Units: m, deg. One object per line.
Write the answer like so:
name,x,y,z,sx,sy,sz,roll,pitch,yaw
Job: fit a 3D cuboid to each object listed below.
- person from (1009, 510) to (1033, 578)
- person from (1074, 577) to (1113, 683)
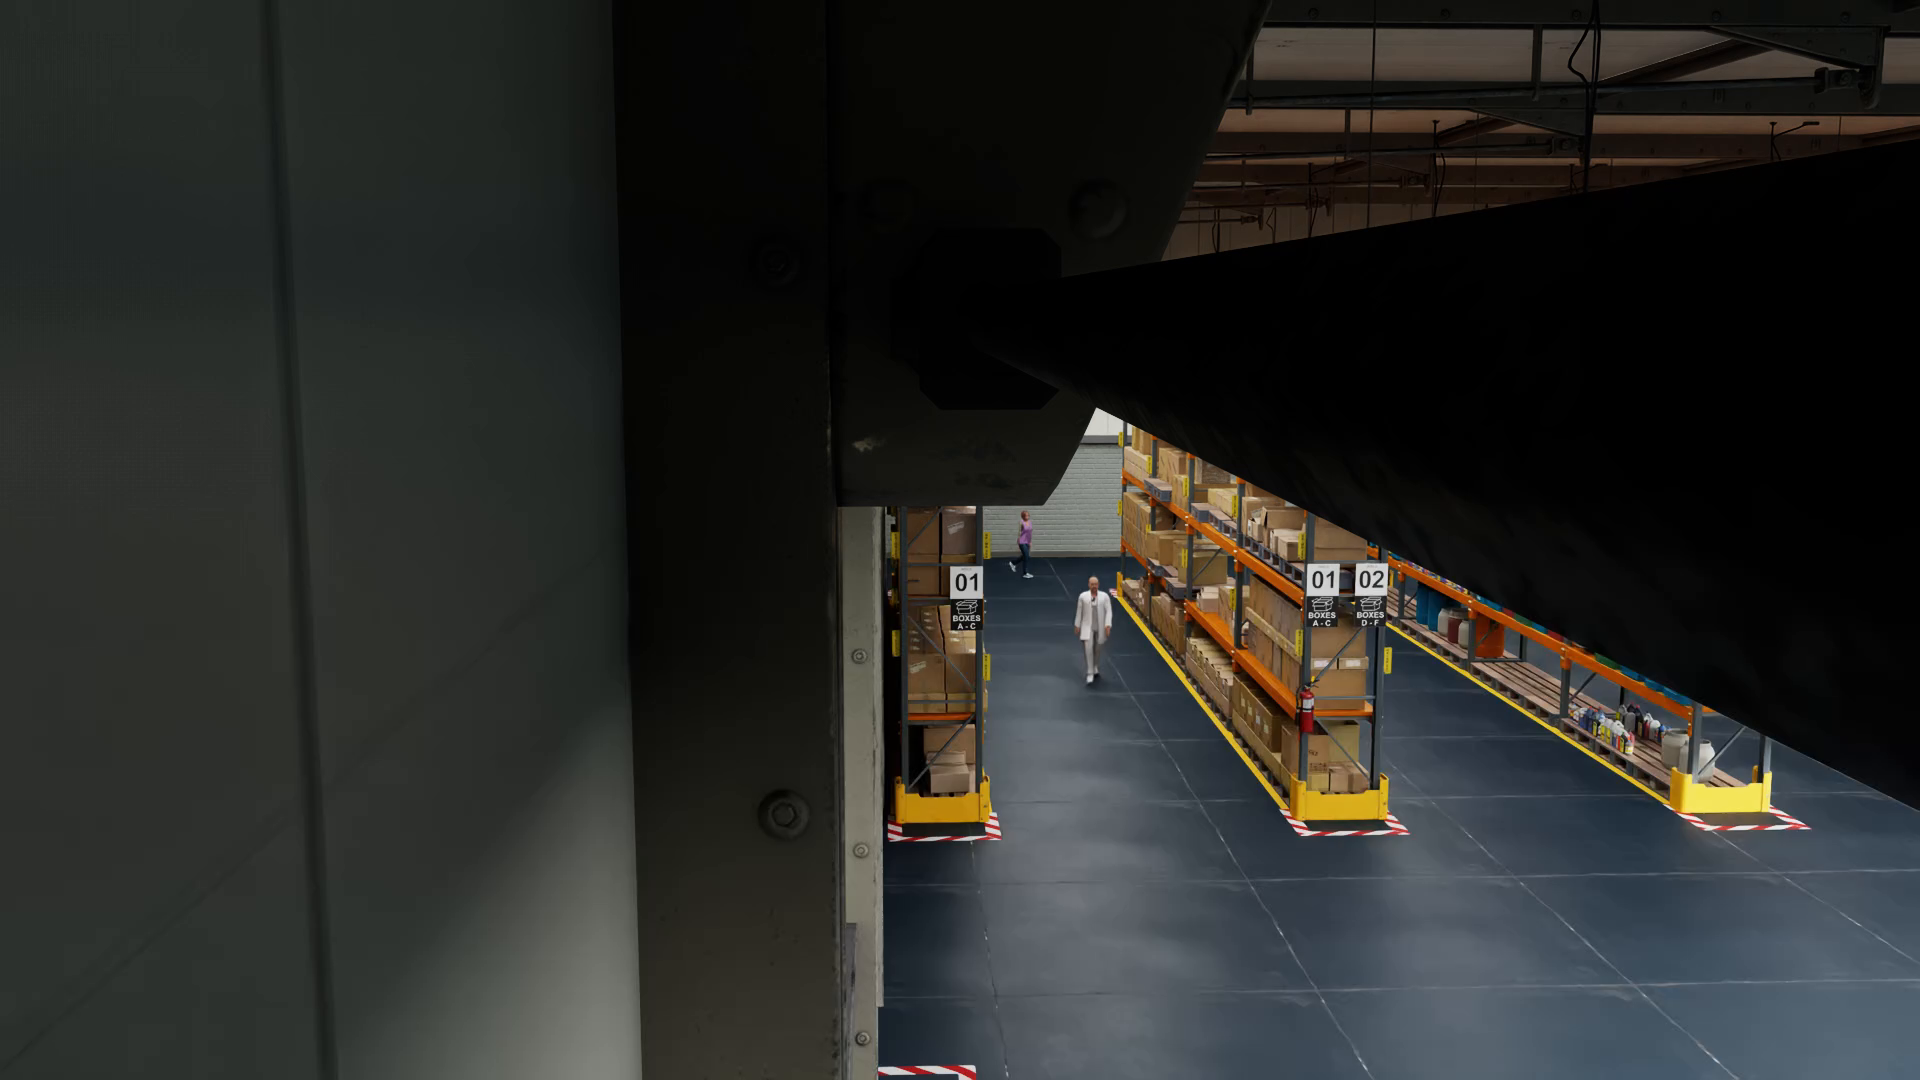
person,1.451,0.081,38.931,0.717,1.556,0.415,5,10,32
person,2.289,1.493,28.211,0.603,1.717,1.114,-1,8,-7
